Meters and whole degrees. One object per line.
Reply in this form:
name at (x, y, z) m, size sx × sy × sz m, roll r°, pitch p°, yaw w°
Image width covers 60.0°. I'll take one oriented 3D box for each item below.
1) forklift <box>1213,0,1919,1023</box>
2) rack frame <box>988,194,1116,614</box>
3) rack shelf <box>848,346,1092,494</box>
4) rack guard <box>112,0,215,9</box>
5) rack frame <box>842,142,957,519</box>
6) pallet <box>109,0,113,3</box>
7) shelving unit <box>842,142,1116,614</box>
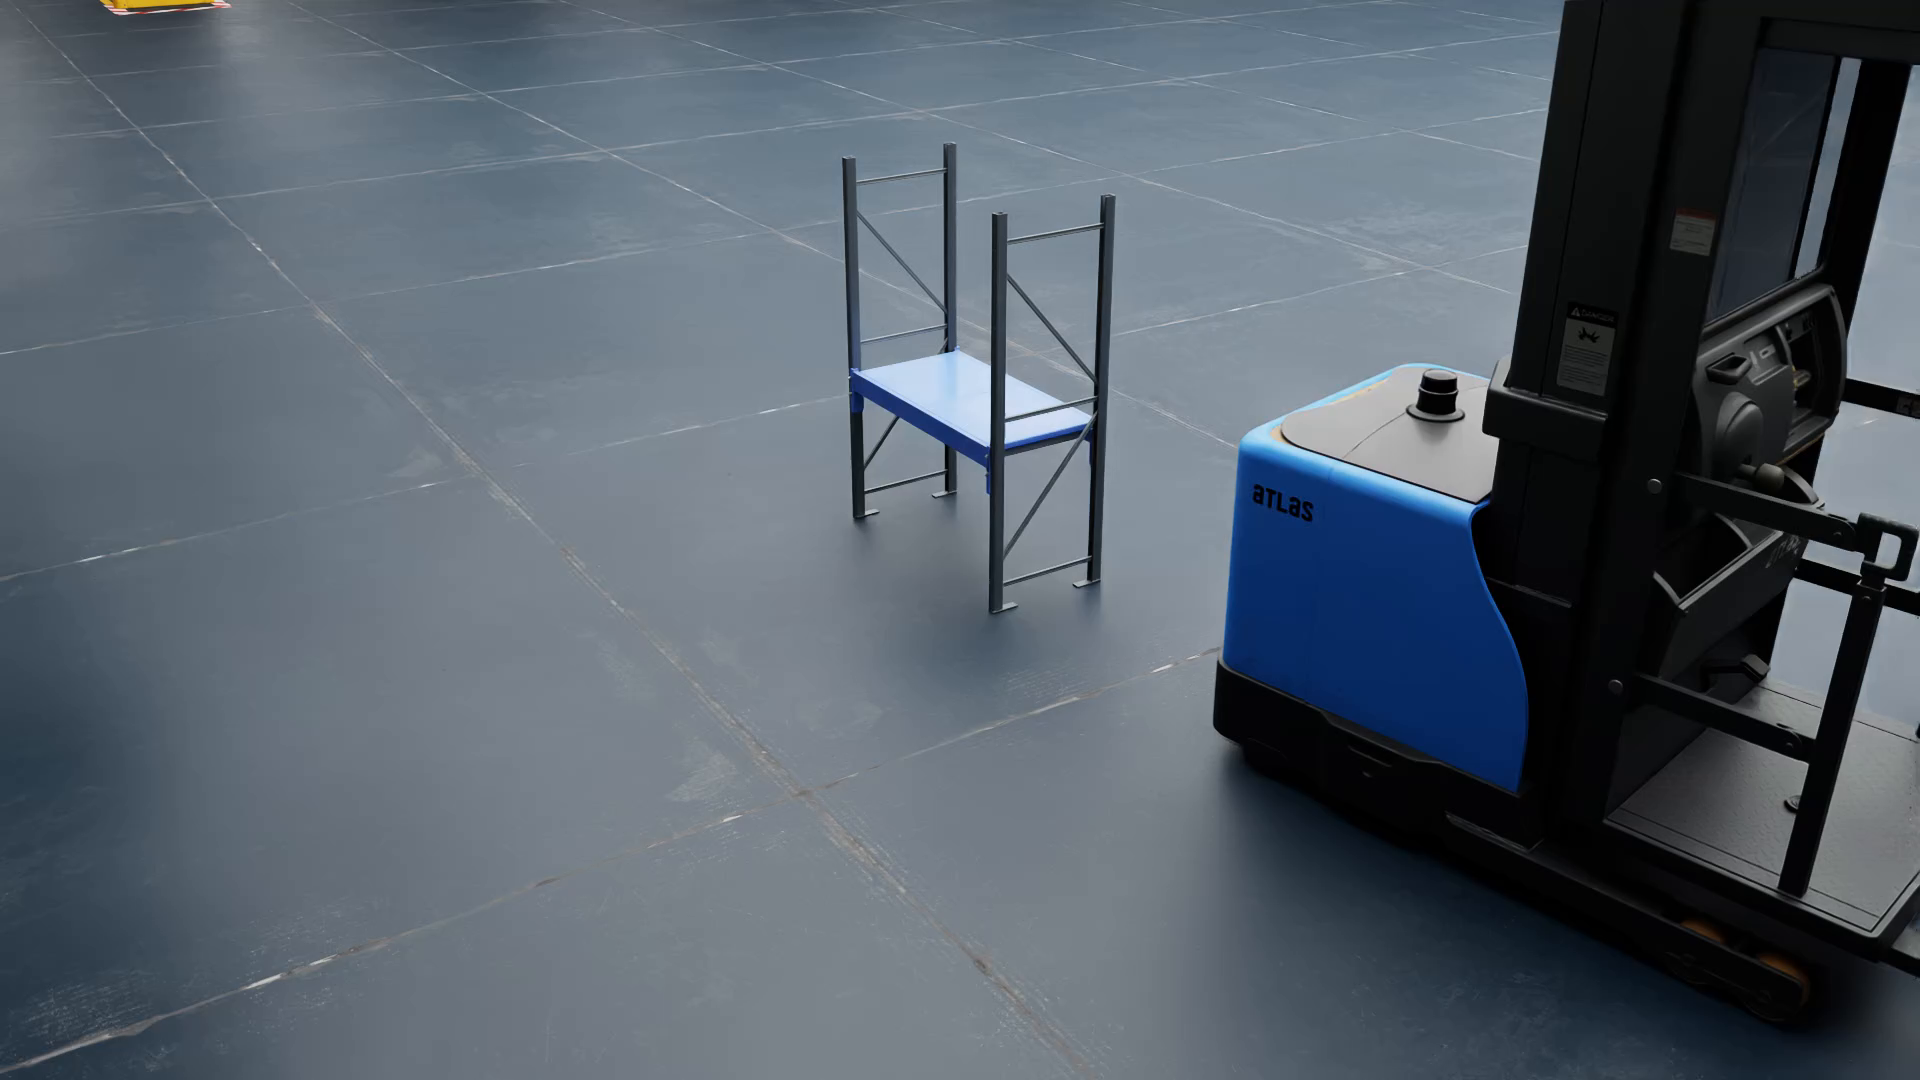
forklift at (2.205, -0.367, 4.093) m, size 1.130 × 2.935 × 3.031 m, roll -23°, pitch 34°, yaw -40°
rack frame at (0.324, -0.466, 5.980) m, size 0.500 × 1.500 × 0.032 m, roll -16°, pitch 29°, yaw -30°
rack shelf at (0.047, -0.485, 6.442) m, size 0.538 × 0.185 × 1.000 m, roll -16°, pitch 29°, yaw -30°
rack guard at (-10.178, -7.085, 21.172) m, size 1.175 × 0.500 × 0.348 m, roll -16°, pitch 29°, yaw -30°
rack frame at (-0.231, -0.830, 6.750) m, size 0.500 × 1.500 × 0.032 m, roll -16°, pitch 29°, yaw -30°
pallet at (-10.644, -7.226, 21.810) m, size 1.003 × 0.211 × 1.213 m, roll -16°, pitch 29°, yaw -30°
shelving unit at (0.047, -0.648, 6.365) m, size 0.538 × 1.500 × 1.048 m, roll -16°, pitch 29°, yaw -30°
